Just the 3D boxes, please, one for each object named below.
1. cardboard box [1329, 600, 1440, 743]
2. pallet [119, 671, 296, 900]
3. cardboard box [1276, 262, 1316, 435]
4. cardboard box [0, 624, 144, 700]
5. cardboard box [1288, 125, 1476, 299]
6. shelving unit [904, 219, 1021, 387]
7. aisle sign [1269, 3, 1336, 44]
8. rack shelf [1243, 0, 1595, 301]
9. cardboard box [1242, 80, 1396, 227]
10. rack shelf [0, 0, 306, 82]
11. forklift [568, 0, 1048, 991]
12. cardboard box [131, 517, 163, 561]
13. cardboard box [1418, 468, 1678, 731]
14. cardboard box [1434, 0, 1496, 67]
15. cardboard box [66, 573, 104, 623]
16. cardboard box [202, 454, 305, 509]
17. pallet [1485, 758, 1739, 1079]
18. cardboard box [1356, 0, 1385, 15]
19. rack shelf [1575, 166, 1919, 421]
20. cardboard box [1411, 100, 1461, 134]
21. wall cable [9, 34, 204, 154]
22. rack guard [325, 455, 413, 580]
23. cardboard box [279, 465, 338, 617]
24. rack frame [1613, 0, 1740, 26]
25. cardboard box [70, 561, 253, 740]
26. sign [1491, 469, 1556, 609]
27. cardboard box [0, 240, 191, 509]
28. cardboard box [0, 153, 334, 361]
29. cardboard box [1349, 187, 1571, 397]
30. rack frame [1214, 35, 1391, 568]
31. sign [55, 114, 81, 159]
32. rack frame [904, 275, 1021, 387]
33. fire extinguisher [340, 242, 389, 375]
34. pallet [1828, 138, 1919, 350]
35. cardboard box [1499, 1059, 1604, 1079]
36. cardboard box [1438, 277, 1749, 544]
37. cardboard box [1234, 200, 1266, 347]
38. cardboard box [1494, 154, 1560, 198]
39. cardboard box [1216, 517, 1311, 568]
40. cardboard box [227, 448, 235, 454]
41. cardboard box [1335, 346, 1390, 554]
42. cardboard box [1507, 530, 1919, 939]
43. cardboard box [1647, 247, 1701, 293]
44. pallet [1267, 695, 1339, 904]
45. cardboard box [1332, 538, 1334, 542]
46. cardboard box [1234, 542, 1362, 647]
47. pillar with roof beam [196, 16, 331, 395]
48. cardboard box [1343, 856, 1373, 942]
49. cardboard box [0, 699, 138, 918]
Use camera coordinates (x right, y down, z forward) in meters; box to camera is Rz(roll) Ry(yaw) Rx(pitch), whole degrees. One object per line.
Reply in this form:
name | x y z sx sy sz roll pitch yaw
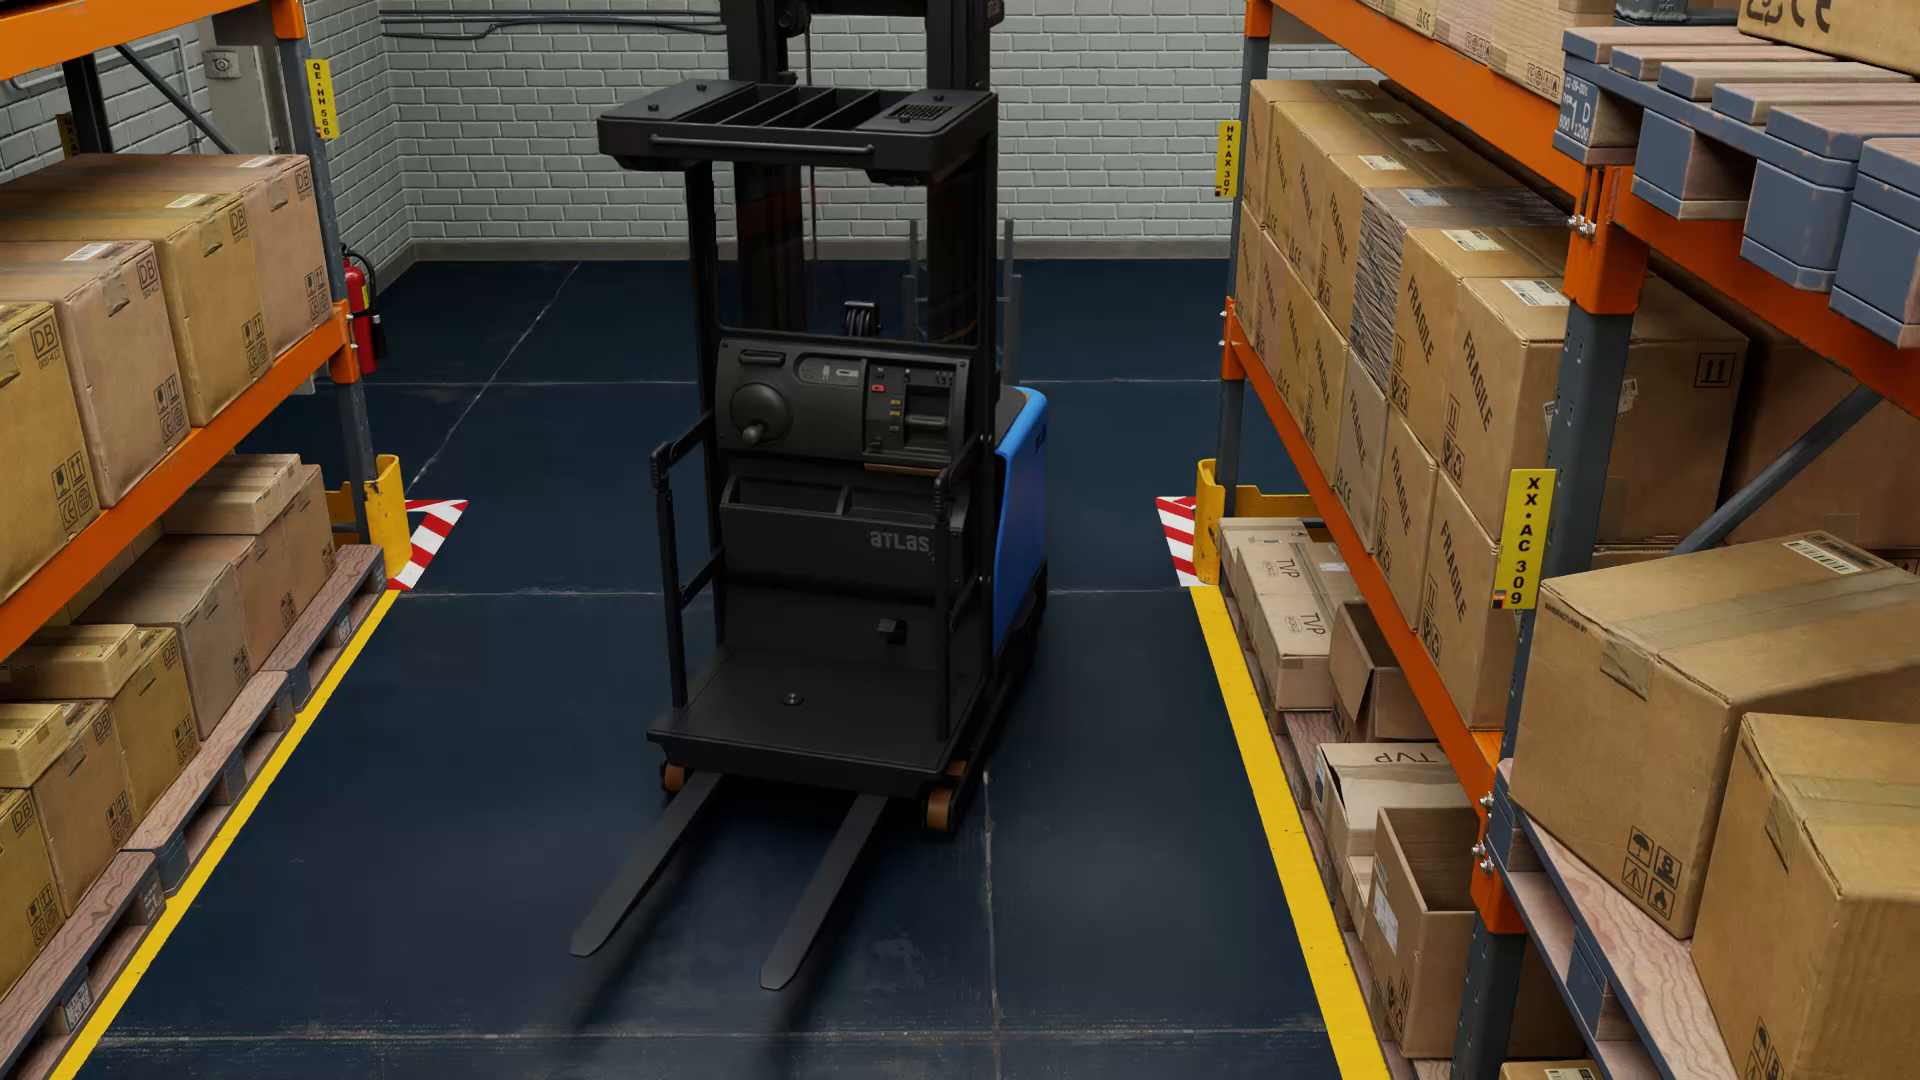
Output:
cardboard box | 1.725 0.552 5.884 0.797 0.503 0.637 0 24 -1
pallet | -3.149 0.866 6.079 1.003 0.211 1.213 0 24 -1
cardboard box | 1.462 -0.701 6.038 0.500 0.500 0.500 0 24 -1
cardboard box | -2.935 0.400 5.463 0.380 0.149 0.250 -1 24 -2
cardboard box | 1.462 -1.154 5.827 0.500 0.500 0.500 0 24 0
shelving unit | 0.009 -0.660 7.890 0.587 1.500 1.083 0 24 0
aisle sign | 1.413 -2.470 6.917 0.394 0.787 0.004 0 24 -1
rack shelf | 1.729 -1.474 5.101 1.077 0.370 4.000 0 24 -1
cardboard box | 1.449 -1.576 6.759 0.500 0.500 0.500 0 24 1
rack shelf | -3.224 -1.450 5.048 1.077 0.370 4.000 0 24 -1
forklift | -0.474 -0.465 5.722 1.130 2.935 3.031 6 25 13
cardboard box | -3.331 -0.034 6.421 0.380 0.149 0.250 0 24 0
cardboard box | 1.489 0.139 4.181 0.500 0.500 0.500 0 24 0
cardboard box | 1.485 -1.314 4.057 0.500 0.250 0.500 0 24 -1
cardboard box | -3.324 0.177 5.955 0.380 0.149 0.250 0 24 0
cardboard box | -2.955 -0.243 6.883 0.380 0.149 0.250 -1 24 -1
pallet | 1.651 0.807 3.059 1.003 0.211 1.213 0 24 -1
cardboard box | 1.470 -1.726 4.969 0.500 0.250 0.500 0 24 -1
rack shelf | 1.773 0.175 1.457 1.077 0.370 4.000 0 24 -1
cardboard box | 1.993 -1.369 6.303 0.500 0.500 0.500 0 24 1
wall cable | -4.206 -2.221 8.288 0.084 1.984 1.851 0 24 -1
rack guard | -3.246 -0.106 7.877 1.175 0.500 0.348 0 24 -1
cardboard box | -3.138 0.001 7.132 0.700 0.500 0.500 0 24 -1
rack frame | 1.751 -2.344 2.512 1.000 3.000 0.127 0 24 -1
cardboard box | -3.127 0.414 6.218 0.700 0.500 0.500 -1 24 -2
sign | 1.208 0.001 3.558 0.100 0.325 0.005 0 24 -1
cardboard box | -3.212 -0.548 5.457 0.980 0.700 0.700 -1 24 -3
cardboard box | -3.230 -1.161 6.814 0.980 0.700 0.700 1 24 2
cardboard box | 1.473 -0.738 4.906 0.500 0.500 0.500 0 24 0
rack frame | 1.707 -1.259 7.393 1.000 3.000 0.127 0 24 -1
sign | -3.801 -1.665 7.146 0.100 0.325 0.005 0 24 -1
rack frame | 0.010 -0.447 7.418 0.500 1.500 0.032 0 24 0
fire extinguisher | -2.786 -1.094 7.575 0.296 0.674 0.183 0 24 -1
pallet | 1.702 -0.195 1.630 1.213 0.211 1.003 0 24 -1
cardboard box | 1.513 1.528 3.730 0.500 0.500 0.500 -1 24 -3
cardboard box | 1.487 -0.319 3.980 0.500 0.500 0.500 0 24 0
cardboard box | 1.449 -1.120 6.966 0.500 0.500 0.500 0 24 1
cardboard box | 2.009 -0.944 5.363 0.500 0.500 0.500 0 24 1
cardboard box | 1.368 0.014 7.505 0.380 0.149 0.250 0 24 -1
cardboard box | -3.340 -0.345 7.110 0.380 0.149 0.250 0 24 0
cardboard box | 1.474 -0.285 5.119 0.500 0.500 0.500 0 24 1
cardboard box | 1.532 0.349 3.208 0.700 0.500 0.500 -9 26 -18
cardboard box | 2.021 -0.520 4.424 0.500 0.500 0.500 -1 24 -2
pallet | 1.728 0.873 6.063 1.003 0.211 1.213 0 24 -1
cardboard box | 1.960 -0.097 7.325 0.500 0.500 0.500 0 24 -1
cardboard box | 1.435 0.225 6.915 0.500 0.250 0.500 0 24 -1
pillar with roof beam | 0.164 -5.096 8.598 9.100 9.000 0.400 0 24 -1
cardboard box | 1.397 1.100 5.103 0.380 0.149 0.250 0 24 -1
cardboard box | -3.110 0.845 5.265 0.700 0.500 0.500 0 24 -1
